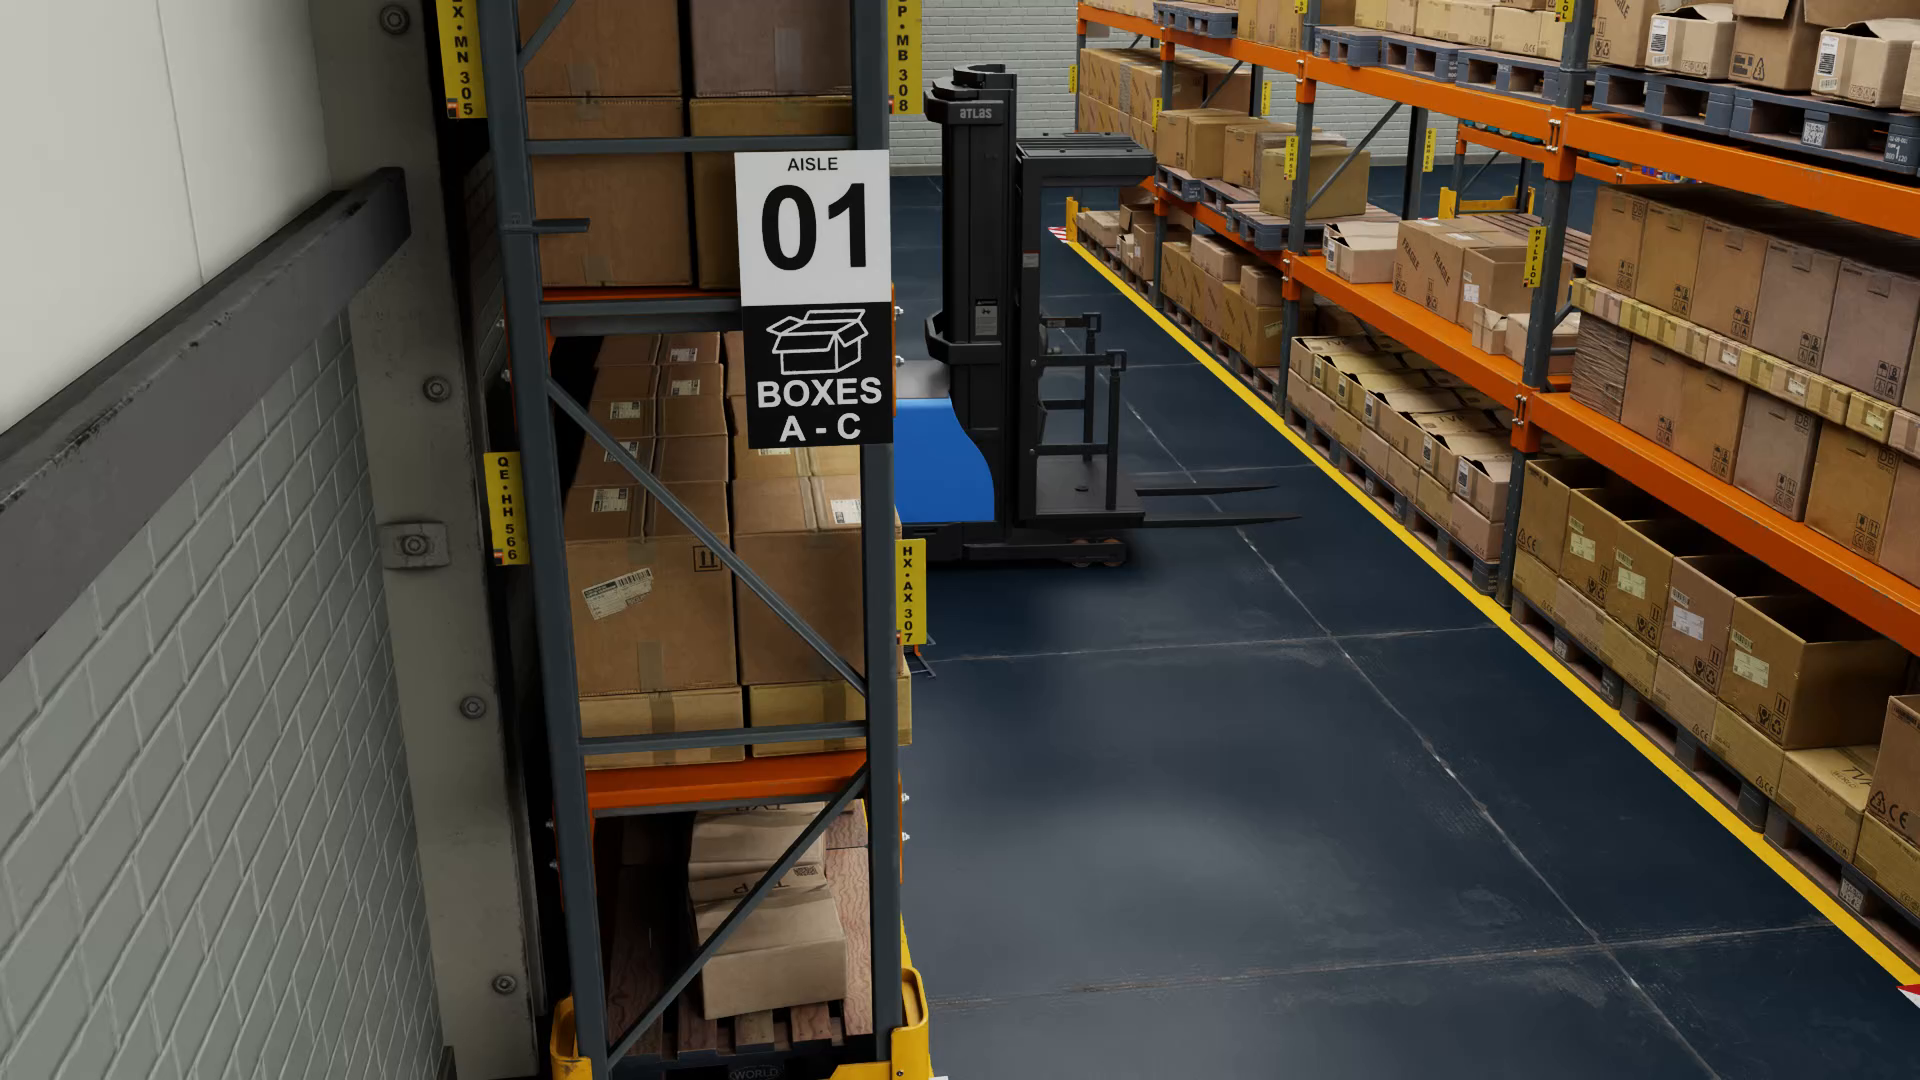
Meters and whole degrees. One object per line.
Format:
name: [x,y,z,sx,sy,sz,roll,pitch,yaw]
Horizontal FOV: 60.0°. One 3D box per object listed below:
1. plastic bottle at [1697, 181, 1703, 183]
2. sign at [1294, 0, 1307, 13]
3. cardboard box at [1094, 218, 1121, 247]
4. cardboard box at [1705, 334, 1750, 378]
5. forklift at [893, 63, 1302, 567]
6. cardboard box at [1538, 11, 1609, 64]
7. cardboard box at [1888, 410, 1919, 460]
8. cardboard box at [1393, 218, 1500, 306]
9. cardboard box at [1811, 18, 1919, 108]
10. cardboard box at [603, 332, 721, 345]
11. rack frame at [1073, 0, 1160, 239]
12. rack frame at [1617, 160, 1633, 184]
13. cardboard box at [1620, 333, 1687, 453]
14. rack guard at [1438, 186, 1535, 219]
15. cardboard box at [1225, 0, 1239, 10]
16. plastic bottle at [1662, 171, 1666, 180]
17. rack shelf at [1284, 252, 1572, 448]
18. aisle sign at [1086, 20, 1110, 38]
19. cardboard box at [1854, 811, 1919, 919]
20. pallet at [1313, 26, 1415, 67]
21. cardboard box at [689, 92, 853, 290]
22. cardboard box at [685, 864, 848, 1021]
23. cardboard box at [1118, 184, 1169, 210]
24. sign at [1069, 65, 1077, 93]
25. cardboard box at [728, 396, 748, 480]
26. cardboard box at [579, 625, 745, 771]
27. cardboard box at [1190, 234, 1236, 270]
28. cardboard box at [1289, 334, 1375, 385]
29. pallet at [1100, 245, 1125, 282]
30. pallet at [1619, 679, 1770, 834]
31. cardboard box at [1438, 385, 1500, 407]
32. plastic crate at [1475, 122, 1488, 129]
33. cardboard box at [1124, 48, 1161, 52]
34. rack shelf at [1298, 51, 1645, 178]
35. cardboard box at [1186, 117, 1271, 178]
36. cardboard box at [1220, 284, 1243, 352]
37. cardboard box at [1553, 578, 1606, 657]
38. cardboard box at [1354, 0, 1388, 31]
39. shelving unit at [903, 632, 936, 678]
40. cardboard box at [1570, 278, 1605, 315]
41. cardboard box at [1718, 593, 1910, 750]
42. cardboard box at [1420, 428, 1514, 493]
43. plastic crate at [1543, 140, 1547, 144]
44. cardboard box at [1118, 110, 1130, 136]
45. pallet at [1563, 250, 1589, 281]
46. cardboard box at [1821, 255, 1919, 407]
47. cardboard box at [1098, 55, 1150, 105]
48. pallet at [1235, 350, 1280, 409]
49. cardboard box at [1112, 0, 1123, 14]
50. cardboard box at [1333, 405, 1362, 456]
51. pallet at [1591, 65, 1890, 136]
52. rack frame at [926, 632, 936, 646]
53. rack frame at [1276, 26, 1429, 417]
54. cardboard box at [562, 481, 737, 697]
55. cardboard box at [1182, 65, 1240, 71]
plastic bottle: [7.212,-3.512,16.009,0.152,0.276,0.135,-3,21,-8]
sign: [2.526,-4.057,12.266,0.100,0.325,0.005,-3,21,-8]
cardboard box: [1.852,-3.576,19.303,0.500,0.250,0.500,-3,21,-8]
cardboard box: [3.677,-0.854,7.644,0.380,0.149,0.250,-4,21,-9]
forklift: [0.623,-1.389,10.245,3.031,2.935,1.130,-1,21,-4]
cardboard box: [3.561,-2.797,9.245,0.500,0.250,0.500,-1,20,-2]
cardboard box: [3.863,-0.406,6.447,0.380,0.149,0.250,-3,21,-7]
cardboard box: [3.322,-1.903,11.382,0.500,0.500,0.500,-4,21,-11]
cardboard box: [3.710,-1.870,6.477,0.500,0.311,0.500,-1,20,-1]
cardboard box: [-1.329,-0.738,7.520,0.500,0.500,0.500,-3,21,-8]
rack frame: [1.910,-5.206,20.369,1.000,3.000,0.127,-3,21,-8]
rack frame: [7.389,-4.070,17.326,1.000,3.000,0.127,-3,21,-8]
cardboard box: [3.793,-0.763,8.329,0.700,0.500,0.500,-3,21,-8]
rack guard: [6.796,-4.292,21.492,1.175,0.500,0.348,-3,21,-8]
cardboard box: [2.682,-4.877,14.314,0.600,0.600,0.600,-4,21,-10]
plastic bottle: [7.088,-3.742,16.633,0.097,0.271,0.097,0,20,0]
rack shelf: [3.352,-1.407,11.224,1.077,0.370,4.000,-3,21,-8]
aisle sign: [1.610,-6.433,19.937,0.394,0.787,0.004,-3,21,-8]
cardboard box: [3.847,1.254,6.401,0.500,0.250,0.500,-3,21,-8]
pallet: [3.250,-3.523,11.844,1.213,0.211,1.003,-2,21,-5]
cardboard box: [-0.485,-1.005,4.662,0.500,0.500,0.500,-2,21,-6]
cardboard box: [-0.695,1.394,5.911,0.500,0.311,0.500,-5,21,-14]
cardboard box: [2.233,-4.066,20.258,0.500,0.500,0.500,-3,21,-8]
sign: [1.374,-5.584,20.144,0.100,0.325,0.005,-3,21,-8]
cardboard box: [-0.586,-0.237,6.178,0.500,0.500,0.500,-4,21,-10]
cardboard box: [-0.944,0.493,5.294,0.500,0.250,0.500,-3,21,-7]
cardboard box: [2.460,-2.682,15.481,0.500,0.250,0.500,-3,21,-8]
cardboard box: [2.849,-1.412,12.737,0.500,0.311,0.500,-2,21,-6]
pallet: [2.210,-3.176,18.919,1.003,0.211,1.213,-3,21,-8]
pallet: [3.893,0.955,7.856,1.003,0.211,1.213,-3,21,-8]
cardboard box: [3.604,-0.911,11.396,0.500,0.311,0.500,-2,21,-6]
plastic crate: [6.487,-5.142,20.488,0.250,0.136,0.298,-3,21,-8]
cardboard box: [2.247,-5.581,19.801,0.500,0.500,0.500,-3,21,-8]
rack shelf: [3.352,-2.812,10.700,1.077,0.370,4.000,-3,21,-8]
cardboard box: [2.496,-3.655,15.471,0.700,0.500,0.500,0,20,1]
cardboard box: [2.622,-1.963,14.628,0.500,0.500,0.500,-4,21,-10]
cardboard box: [3.474,0.389,8.717,0.500,0.250,0.500,-3,21,-8]
cardboard box: [3.185,-3.814,11.968,0.500,0.250,0.500,-4,21,-12]
shelving unit: [-0.434,0.450,9.232,0.258,0.189,1.200,-7,21,-18]
cardboard box: [3.487,-1.299,8.838,0.380,0.149,0.250,-3,21,-8]
cardboard box: [3.686,0.557,7.195,0.500,0.500,0.500,-3,21,-8]
cardboard box: [3.217,-0.529,10.372,0.500,0.311,0.500,-2,21,-6]
plastic crate: [6.841,-4.562,18.935,0.293,0.136,0.466,-3,21,-8]
cardboard box: [2.009,-4.385,18.025,0.500,0.500,0.500,-2,21,-7]
pallet: [7.245,-3.016,18.490,1.003,0.211,1.213,-3,21,-8]
cardboard box: [4.000,-0.858,6.730,0.700,0.500,0.500,-3,21,-8]
cardboard box: [1.864,-5.201,18.781,0.500,0.500,0.500,-3,21,-7]
pallet: [2.993,-1.391,14.138,1.003,0.211,1.213,-3,21,-8]
cardboard box: [1.944,-5.831,17.968,0.500,0.250,0.500,-3,21,-8]
cardboard box: [3.003,-0.795,11.888,0.500,0.250,0.500,-3,21,-9]
pallet: [3.789,-2.121,7.948,1.003,0.211,1.213,-3,21,-8]
rack frame: [-0.434,0.364,9.200,0.240,0.006,1.200,-7,21,-18]
rack frame: [3.064,-2.437,12.953,1.000,3.000,0.127,-3,21,-8]
cardboard box: [-0.963,0.142,5.164,0.500,0.500,0.500,-3,21,-8]
cardboard box: [2.623,-4.693,17.421,0.500,0.500,0.500,-4,21,-9]
